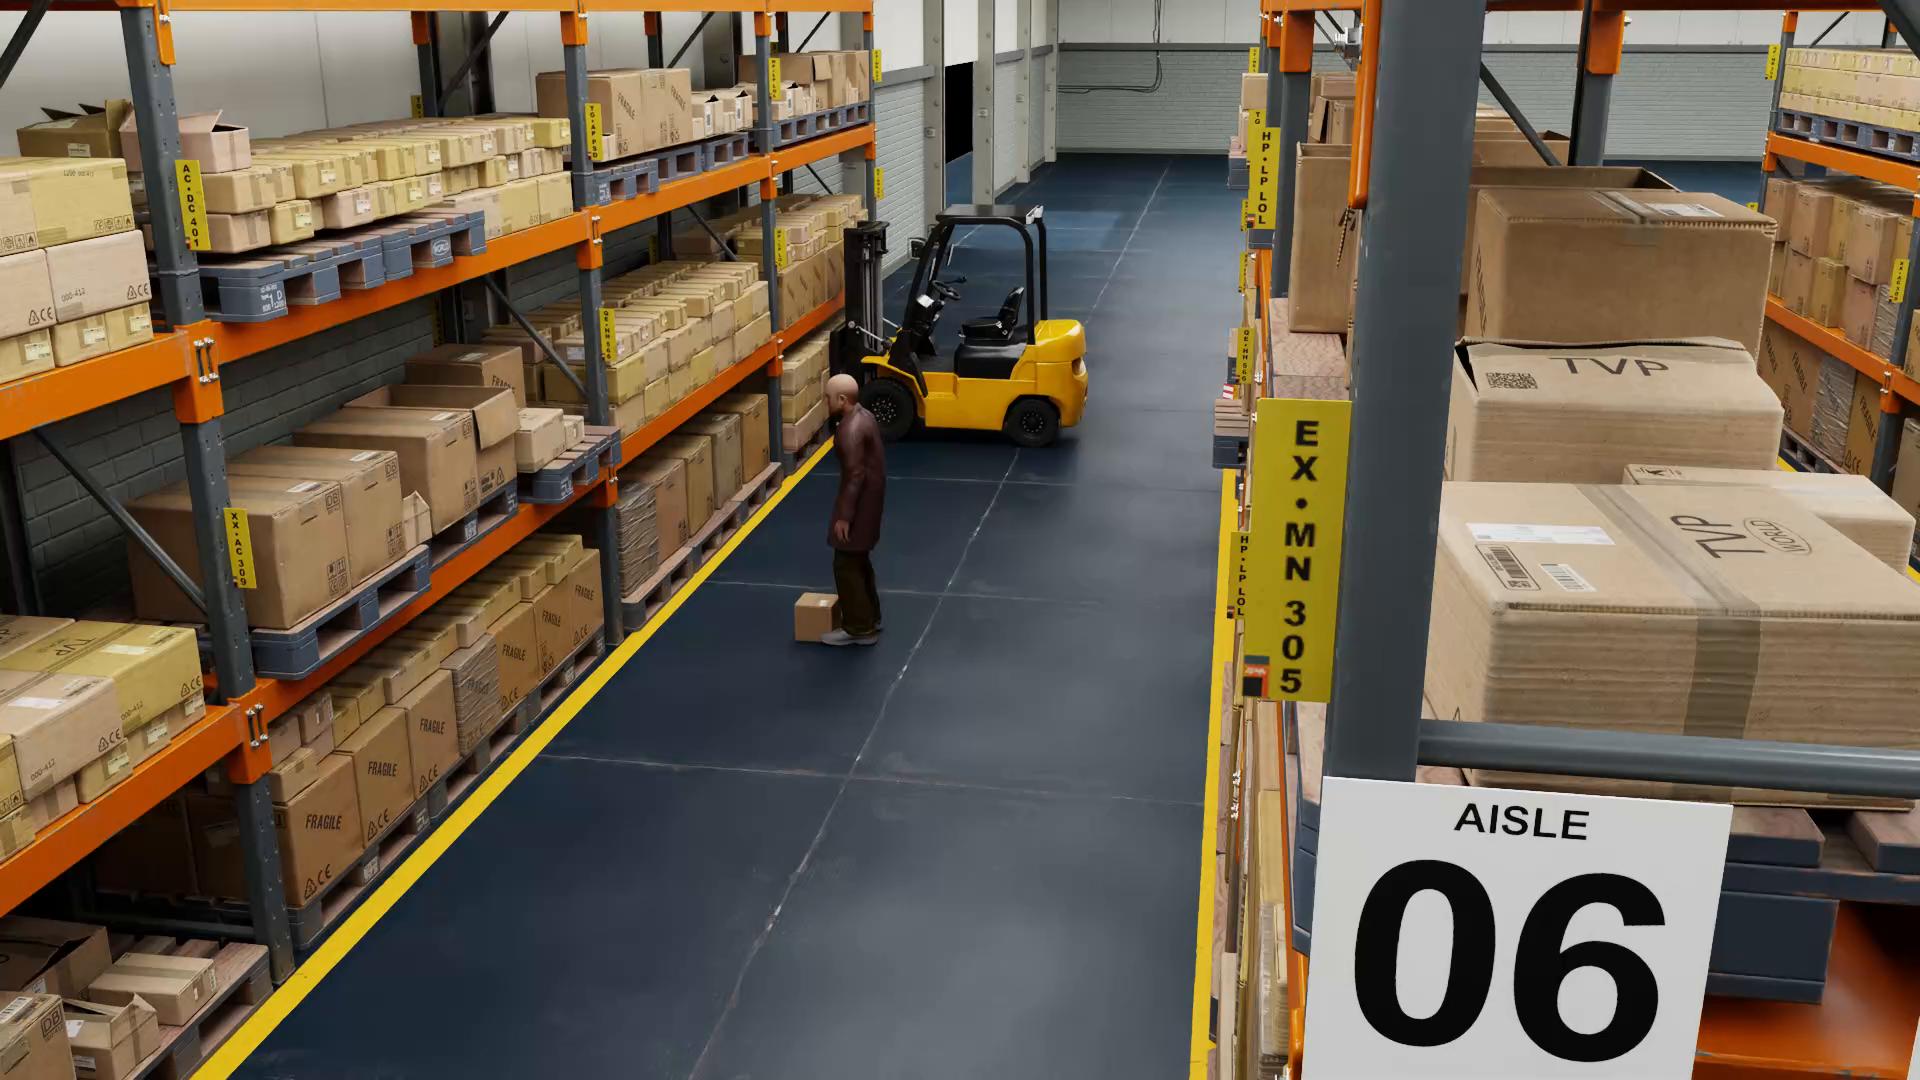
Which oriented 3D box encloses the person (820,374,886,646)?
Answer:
[{"bbox_3d":[-0.690,-0.200,10.710,0.429,1.772,0.647,2,18,5],"label":"person"}]
